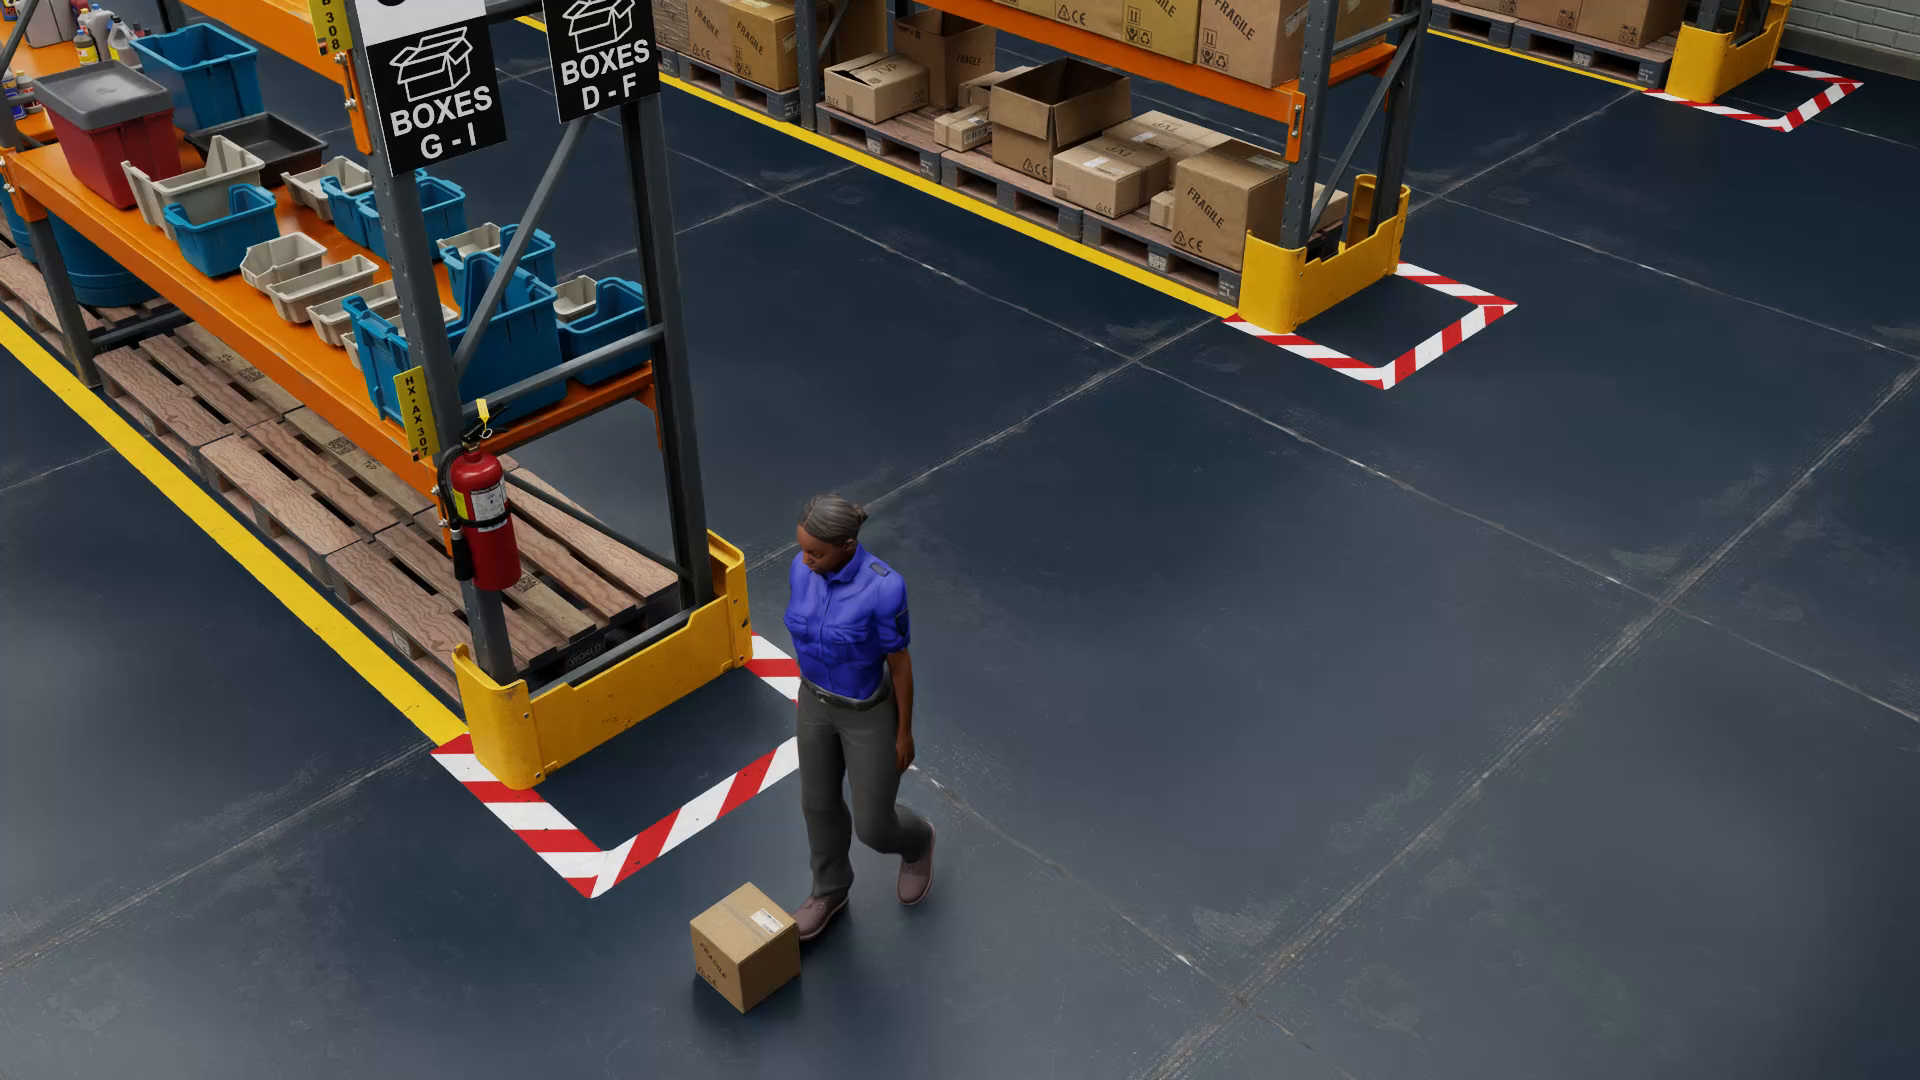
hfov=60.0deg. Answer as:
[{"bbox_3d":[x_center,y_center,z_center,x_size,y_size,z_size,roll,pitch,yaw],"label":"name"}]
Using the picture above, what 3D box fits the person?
[{"bbox_3d":[-0.383,0.577,5.307,0.478,1.644,0.565,21,40,26],"label":"person"}]
